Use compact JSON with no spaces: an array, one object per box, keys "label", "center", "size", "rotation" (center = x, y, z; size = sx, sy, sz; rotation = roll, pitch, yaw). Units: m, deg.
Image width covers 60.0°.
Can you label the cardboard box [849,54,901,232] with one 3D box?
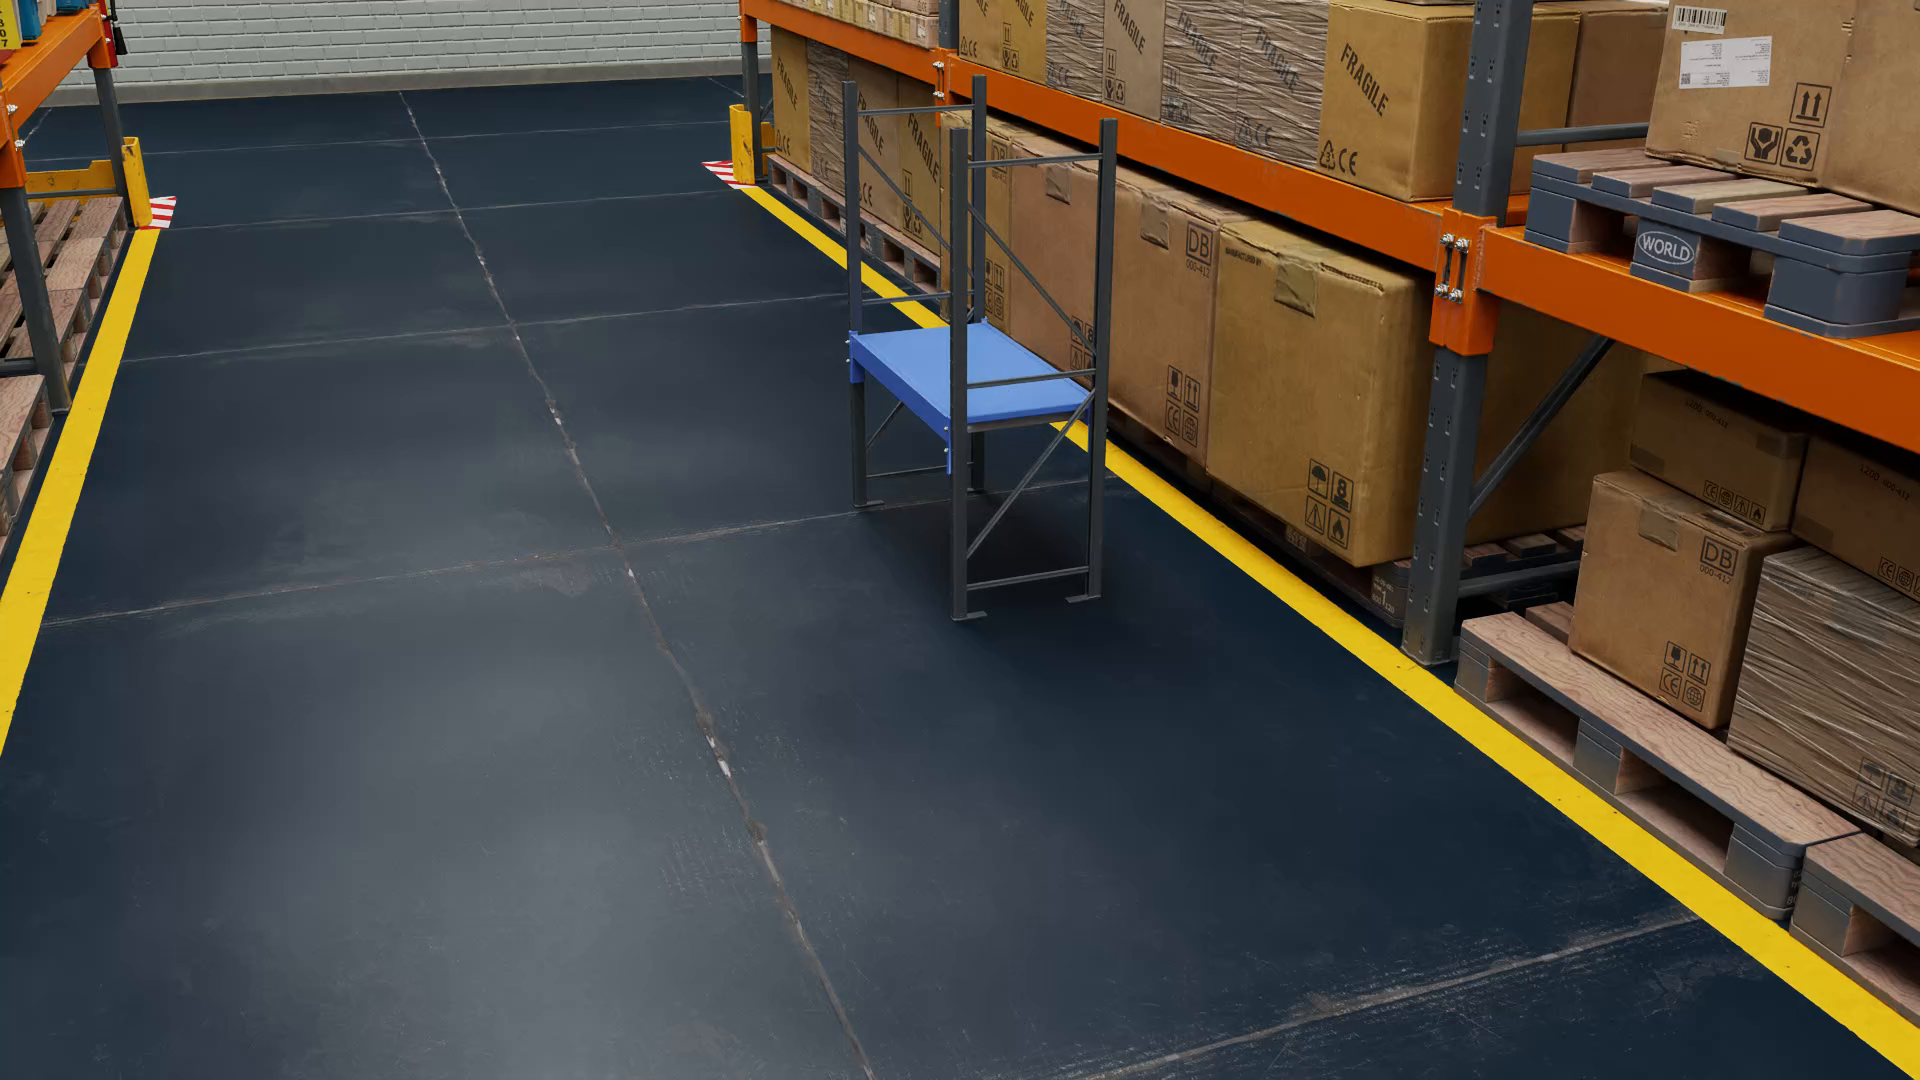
[{"label":"cardboard box","center":[-0.089,-2.341,9.636],"size":[0.875,0.875,0.875],"rotation":[-8,24,-19]}]

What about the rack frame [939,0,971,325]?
[{"label":"rack frame","center":[0.388,-2.548,7.934],"size":[1.000,3.000,0.127],"rotation":[-8,24,-19]}]

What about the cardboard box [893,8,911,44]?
[{"label":"cardboard box","center":[-0.118,-2.592,8.361],"size":[0.380,0.149,0.250],"rotation":[-8,24,-18]}]

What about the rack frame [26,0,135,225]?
[{"label":"rack frame","center":[-5.659,-3.322,9.770],"size":[1.000,3.000,0.127],"rotation":[-8,24,-19]}]

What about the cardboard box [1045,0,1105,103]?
[{"label":"cardboard box","center":[0.671,-2.029,6.572],"size":[0.500,0.500,0.500],"rotation":[-9,24,-20]}]

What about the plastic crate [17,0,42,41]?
[{"label":"plastic crate","center":[-4.694,-2.562,8.104],"size":[0.416,0.233,0.300],"rotation":[-8,24,-19]}]

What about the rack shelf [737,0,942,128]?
[{"label":"rack shelf","center":[-0.319,-2.944,9.798],"size":[1.077,0.370,4.000],"rotation":[-8,24,-19]}]

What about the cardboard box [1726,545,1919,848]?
[{"label":"cardboard box","center":[2.264,0.295,3.841],"size":[0.700,0.500,0.500],"rotation":[-10,25,-23]}]

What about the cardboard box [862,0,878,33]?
[{"label":"cardboard box","center":[-0.299,-2.779,8.804],"size":[0.380,0.149,0.250],"rotation":[-8,24,-18]}]

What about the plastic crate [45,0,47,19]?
[{"label":"plastic crate","center":[-5.113,-2.850,8.911],"size":[0.396,0.136,0.243],"rotation":[-8,24,-19]}]

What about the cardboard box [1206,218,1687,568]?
[{"label":"cardboard box","center":[1.576,-0.563,5.419],"size":[1.225,0.875,0.875],"rotation":[-10,25,-21]}]

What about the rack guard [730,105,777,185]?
[{"label":"rack guard","center":[-1.034,-2.859,11.889],"size":[1.175,0.500,0.348],"rotation":[-8,24,-19]}]

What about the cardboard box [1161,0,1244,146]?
[{"label":"cardboard box","center":[1.037,-1.657,5.690],"size":[0.500,0.500,0.500],"rotation":[-9,25,-21]}]

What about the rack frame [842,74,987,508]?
[{"label":"rack frame","center":[-0.149,-0.845,5.823],"size":[0.500,1.500,0.032],"rotation":[-8,24,-19]}]

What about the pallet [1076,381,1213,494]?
[{"label":"pallet","center":[1.165,-0.549,6.782],"size":[1.003,0.211,1.213],"rotation":[-8,24,-19]}]

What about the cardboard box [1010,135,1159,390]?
[{"label":"cardboard box","center":[0.949,-1.208,6.950],"size":[1.225,0.875,0.875],"rotation":[-9,25,-21]}]

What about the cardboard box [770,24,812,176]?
[{"label":"cardboard box","center":[-0.725,-2.995,11.188],"size":[0.875,0.875,0.875],"rotation":[-8,24,-19]}]

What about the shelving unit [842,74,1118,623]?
[{"label":"shelving unit","center":[0.030,-0.660,5.385],"size":[0.538,1.500,1.048],"rotation":[-8,24,-19]}]

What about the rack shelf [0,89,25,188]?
[{"label":"rack shelf","center":[-3.540,-0.811,4.737],"size":[1.077,0.370,4.000],"rotation":[-8,24,-19]}]

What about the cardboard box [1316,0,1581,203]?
[{"label":"cardboard box","center":[1.394,-1.286,4.811],"size":[0.500,0.500,0.500],"rotation":[-8,24,-17]}]

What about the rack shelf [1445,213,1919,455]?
[{"label":"rack shelf","center":[2.507,-0.037,2.901],"size":[1.077,0.370,4.000],"rotation":[-8,24,-19]}]

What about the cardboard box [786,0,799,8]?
[{"label":"cardboard box","center":[-0.844,-3.339,10.133],"size":[0.380,0.149,0.250],"rotation":[-9,24,-20]}]

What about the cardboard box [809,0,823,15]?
[{"label":"cardboard box","center":[-0.664,-3.153,9.692],"size":[0.380,0.149,0.250],"rotation":[-9,24,-20]}]

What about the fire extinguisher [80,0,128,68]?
[{"label":"fire extinguisher","center":[-5.287,-3.232,10.136],"size":[0.296,0.674,0.183],"rotation":[-8,24,-19]}]

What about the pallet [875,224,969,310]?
[{"label":"pallet","center":[0.192,-1.550,9.157],"size":[1.003,0.211,1.213],"rotation":[-8,24,-19]}]

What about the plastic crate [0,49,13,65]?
[{"label":"plastic crate","center":[-4.327,-2.285,7.149],"size":[0.402,0.464,0.583],"rotation":[-8,24,-19]}]

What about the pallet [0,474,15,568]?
[{"label":"pallet","center":[-3.578,0.146,5.131],"size":[1.003,0.211,1.213],"rotation":[-8,24,-19]}]

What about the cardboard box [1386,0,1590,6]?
[{"label":"cardboard box","center":[1.557,-1.871,4.907],"size":[0.797,0.503,0.637],"rotation":[-7,24,-17]}]

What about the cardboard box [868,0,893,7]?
[{"label":"cardboard box","center":[-0.199,-2.928,8.646],"size":[0.500,0.250,0.500],"rotation":[-8,24,-17]}]

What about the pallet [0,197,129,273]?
[{"label":"pallet","center":[-5.404,-1.732,9.588],"size":[1.003,0.211,1.213],"rotation":[-8,24,-19]}]

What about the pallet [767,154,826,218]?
[{"label":"pallet","center":[-0.670,-2.437,11.260],"size":[1.003,0.211,1.213],"rotation":[-8,24,-19]}]

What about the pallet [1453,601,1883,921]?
[{"label":"pallet","center":[2.075,0.474,4.353],"size":[1.003,0.211,1.213],"rotation":[-8,24,-19]}]

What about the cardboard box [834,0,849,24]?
[{"label":"cardboard box","center":[-0.481,-2.965,9.247],"size":[0.380,0.149,0.250],"rotation":[-9,24,-20]}]

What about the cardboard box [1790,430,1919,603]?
[{"label":"cardboard box","center":[2.262,-0.061,3.718],"size":[0.500,0.250,0.500],"rotation":[-6,23,-13]}]

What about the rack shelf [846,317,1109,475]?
[{"label":"rack shelf","center":[0.030,-0.494,5.455],"size":[0.538,0.185,1.000],"rotation":[-8,24,-19]}]

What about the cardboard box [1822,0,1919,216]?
[{"label":"cardboard box","center":[2.320,-0.955,3.484],"size":[0.700,0.500,0.500],"rotation":[-5,23,-11]}]

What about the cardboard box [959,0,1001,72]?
[{"label":"cardboard box","center":[0.316,-2.393,7.437],"size":[0.500,0.500,0.500],"rotation":[-8,24,-19]}]

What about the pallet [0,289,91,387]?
[{"label":"pallet","center":[-4.542,-0.846,7.485],"size":[1.003,0.211,1.213],"rotation":[-8,24,-19]}]
